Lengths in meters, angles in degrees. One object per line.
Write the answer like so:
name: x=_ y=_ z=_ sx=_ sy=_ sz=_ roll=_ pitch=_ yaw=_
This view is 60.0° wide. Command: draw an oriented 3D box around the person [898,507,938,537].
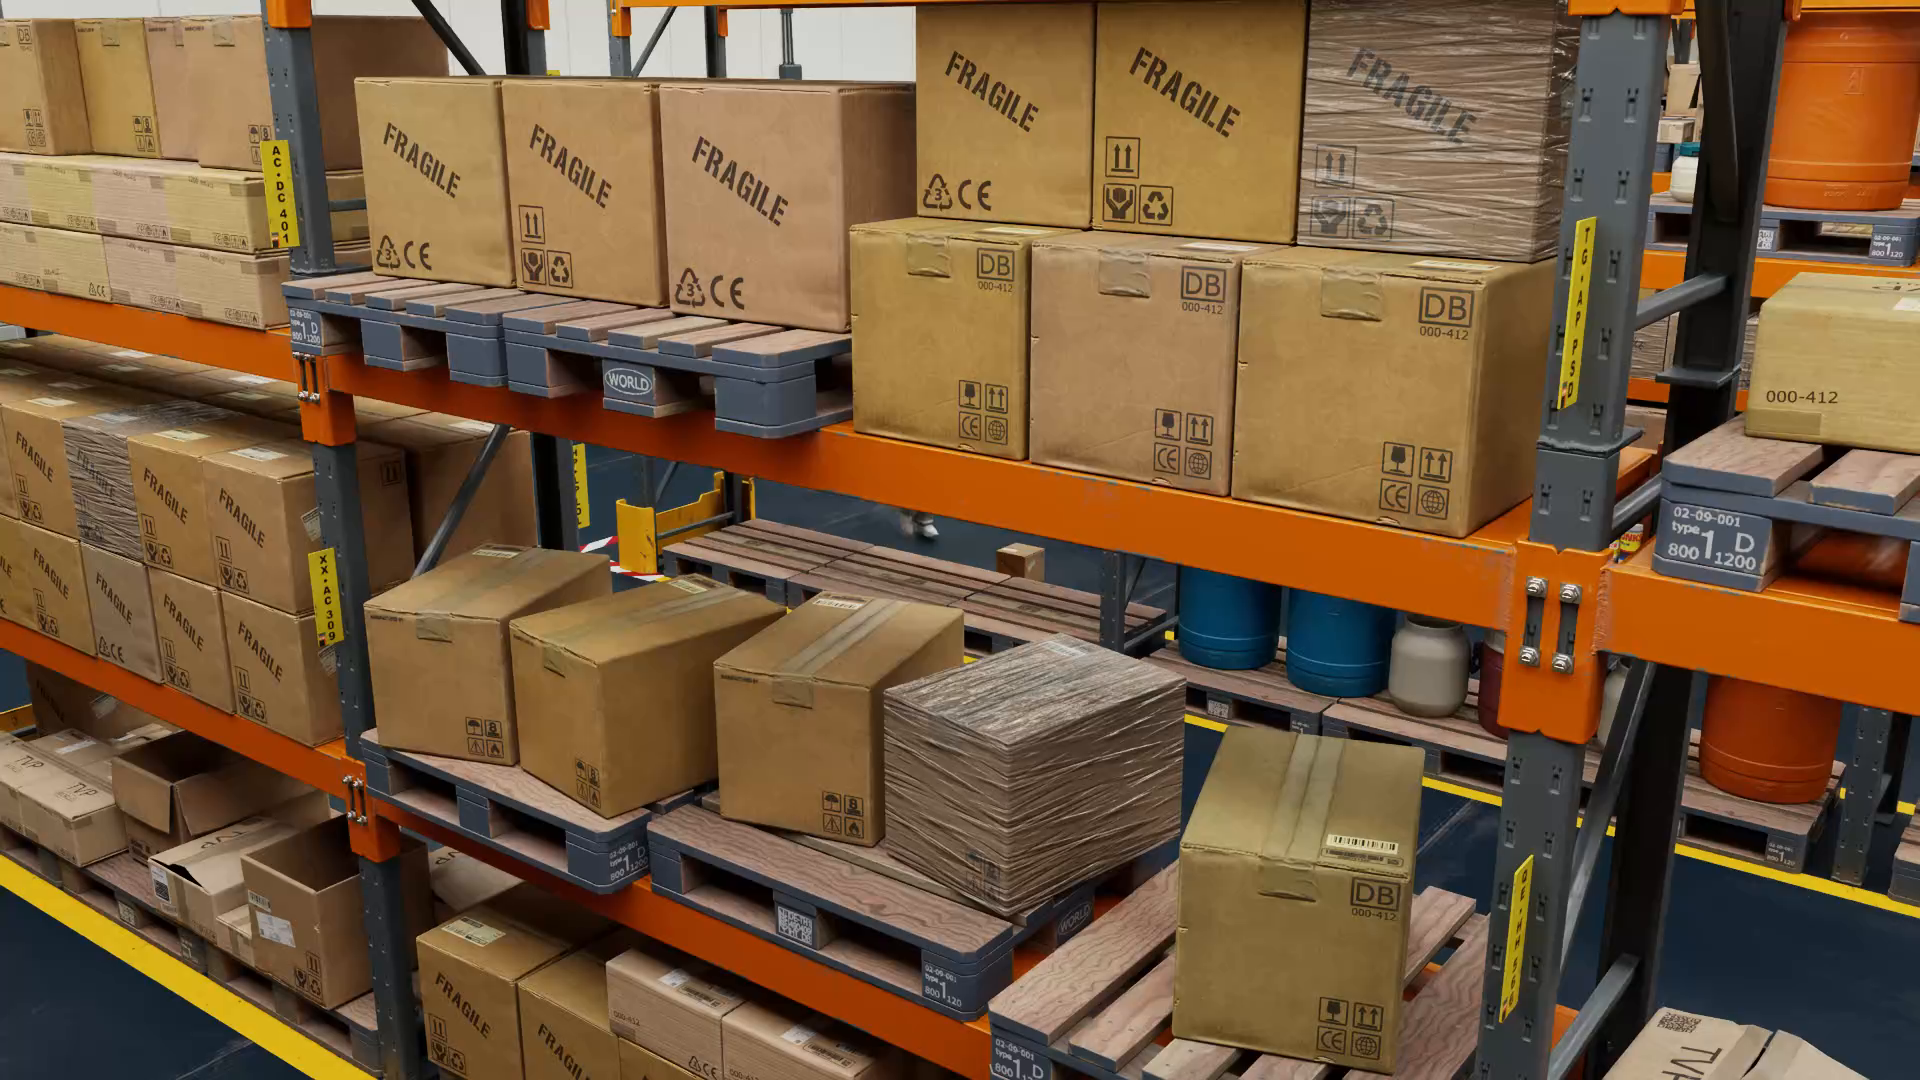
person: x=-0.279 y=-0.832 z=12.742 sx=0.474 sy=1.659 sz=0.453 roll=-11 pitch=20 yaw=-32
